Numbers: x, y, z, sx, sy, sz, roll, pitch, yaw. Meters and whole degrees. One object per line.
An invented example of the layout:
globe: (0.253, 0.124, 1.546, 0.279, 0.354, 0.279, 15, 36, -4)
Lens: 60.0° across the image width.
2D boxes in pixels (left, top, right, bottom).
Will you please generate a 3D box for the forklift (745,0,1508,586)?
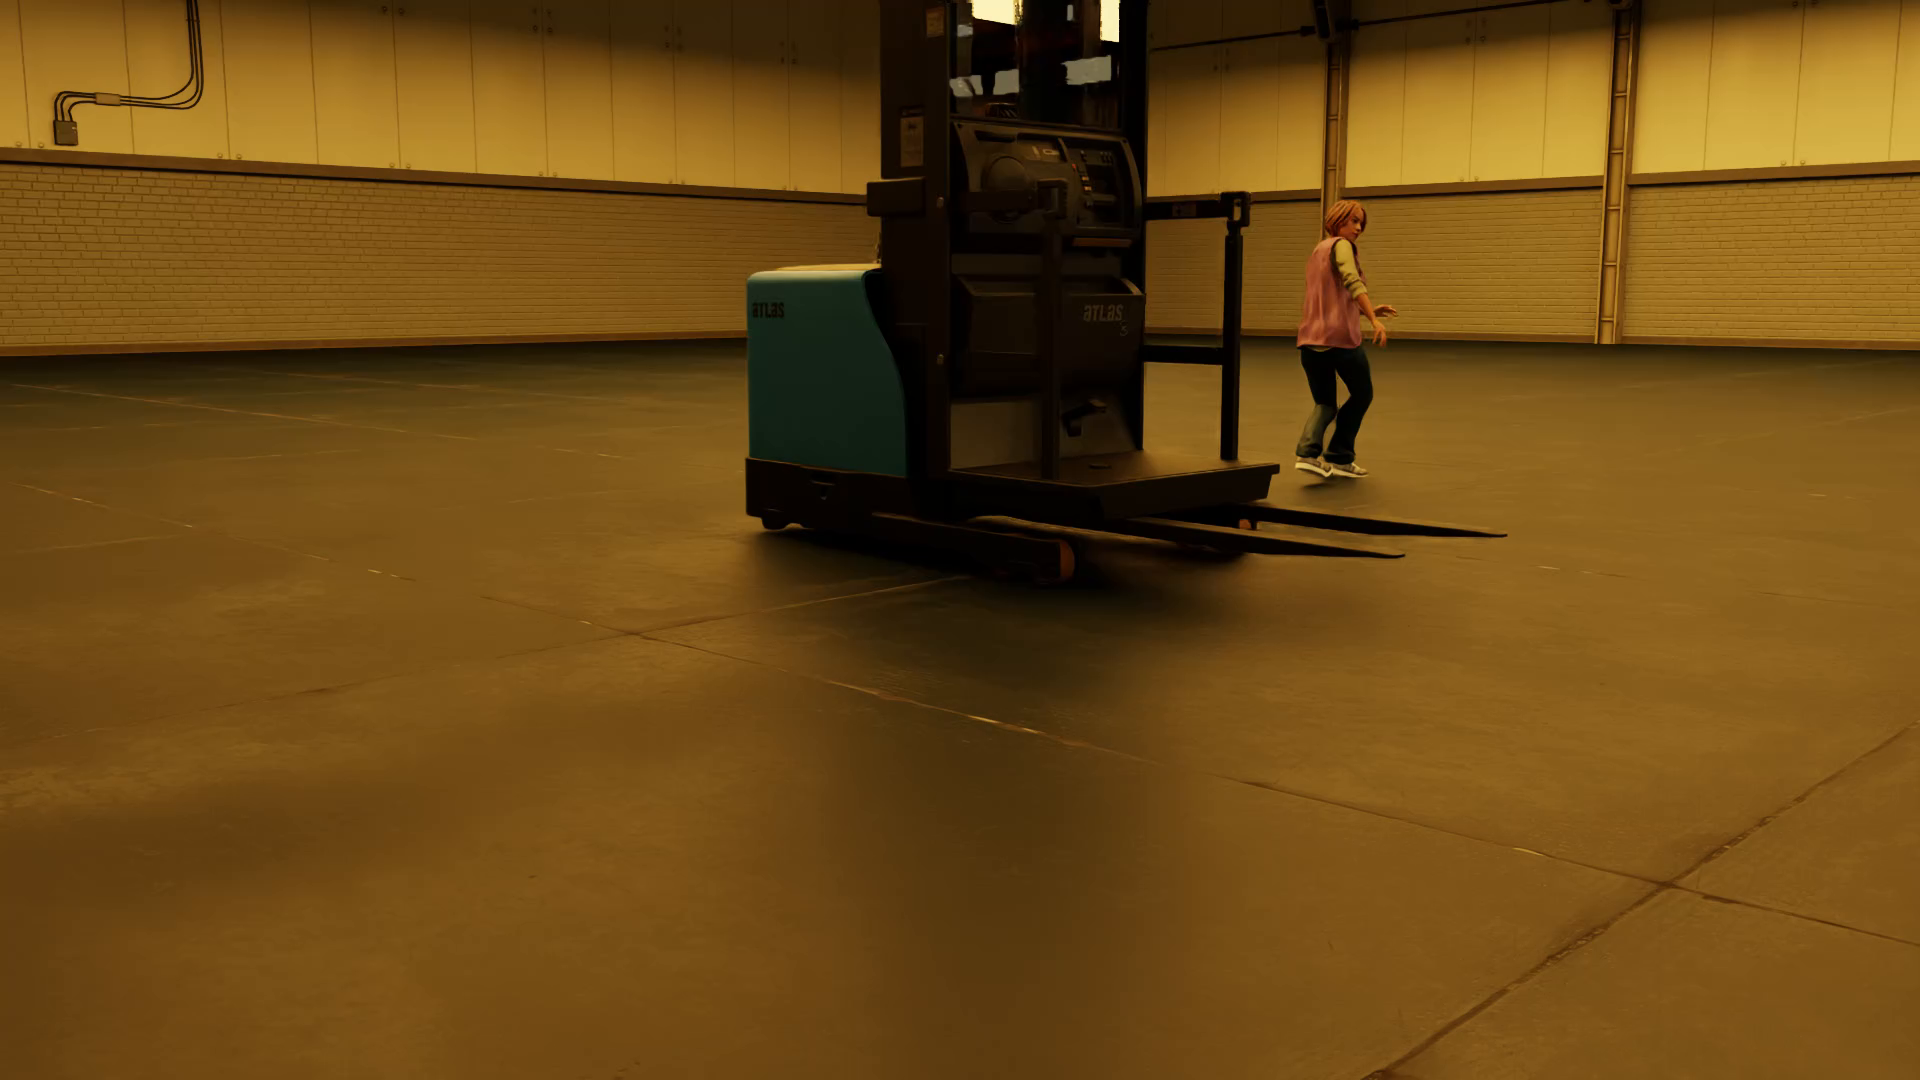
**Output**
forklift: (0.483, -1.378, 6.027, 1.130, 2.935, 3.031, -8, 12, -43)

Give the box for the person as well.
person: (2.075, -1.025, 8.678, 0.764, 1.482, 0.704, -6, 10, -33)
